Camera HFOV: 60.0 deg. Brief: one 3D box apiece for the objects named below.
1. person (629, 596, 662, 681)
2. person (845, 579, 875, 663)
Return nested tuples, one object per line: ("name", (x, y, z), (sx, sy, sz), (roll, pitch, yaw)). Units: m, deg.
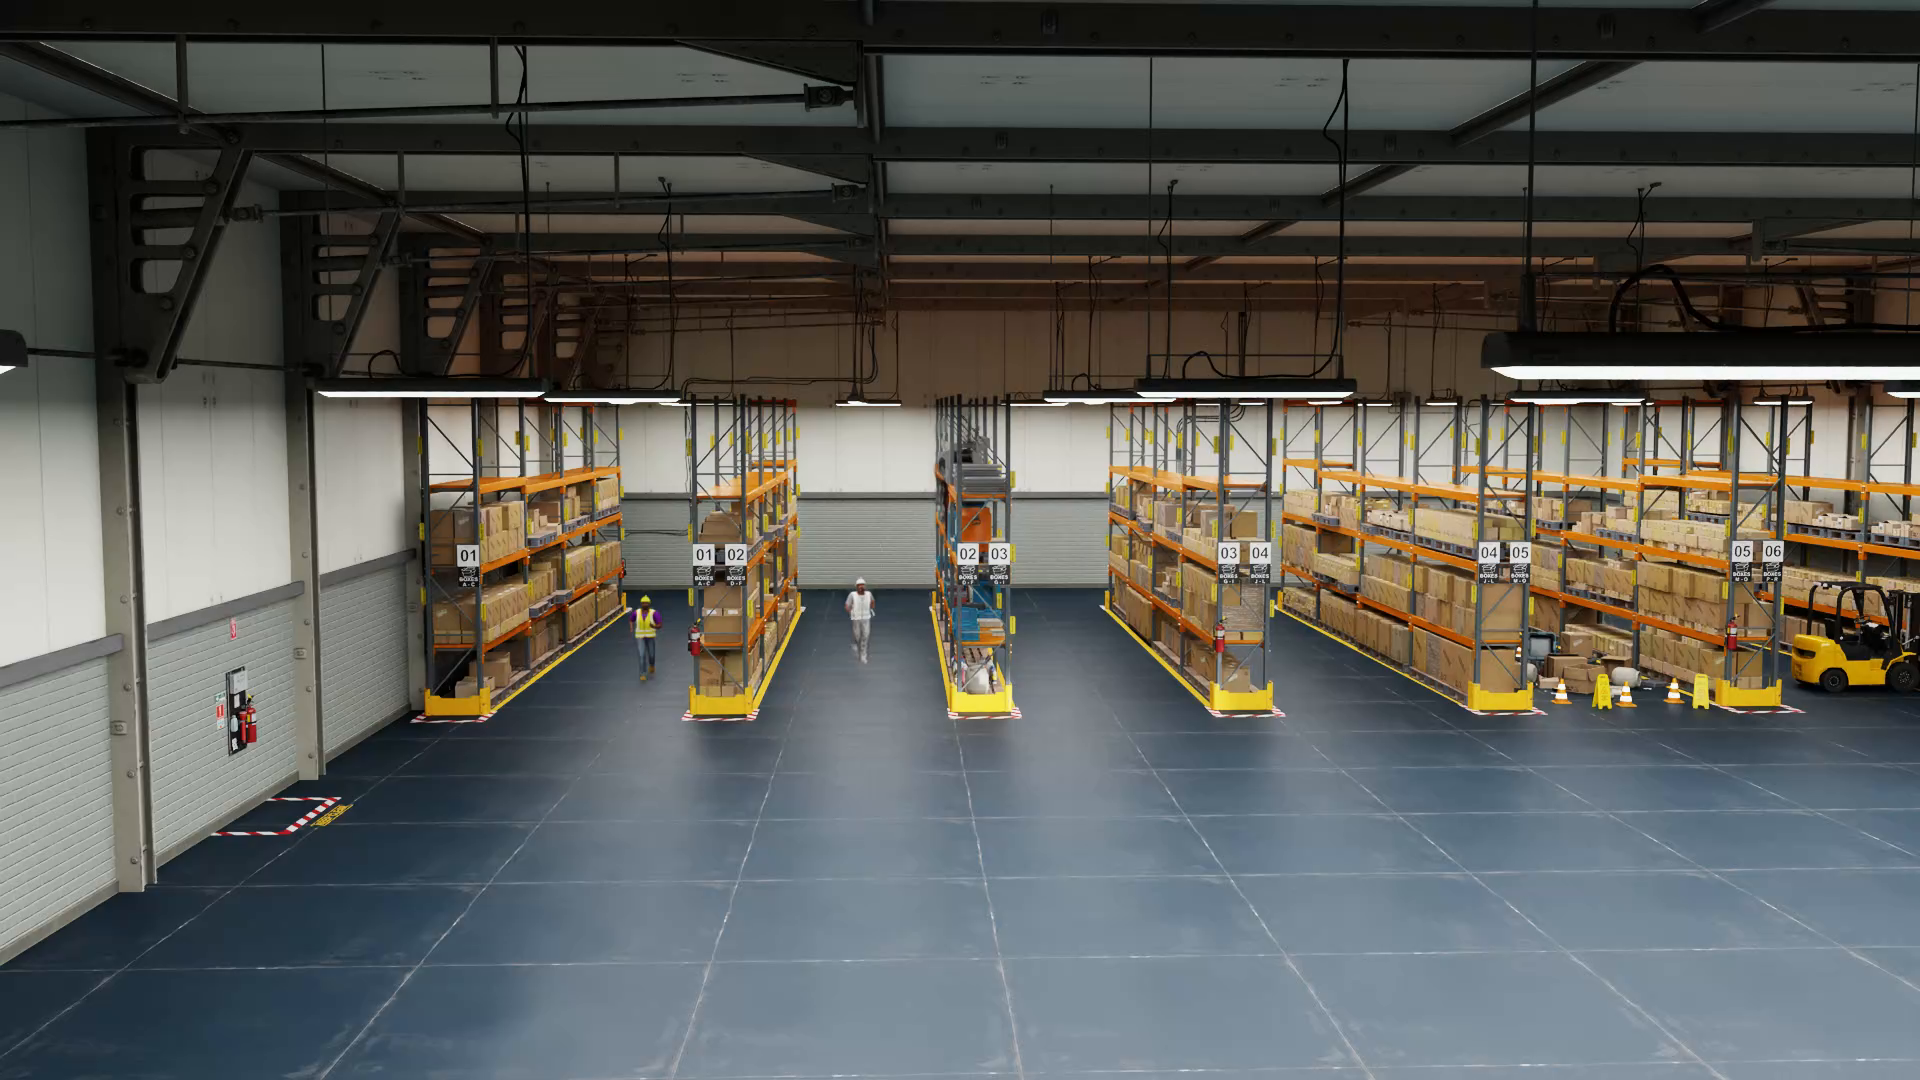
("person", (-6.651, 2.063, 35.183), (0.710, 1.747, 0.968), (-1, 5, -7))
("person", (-2.143, 1.723, 35.990), (0.682, 1.781, 0.856), (-1, 5, -15))
